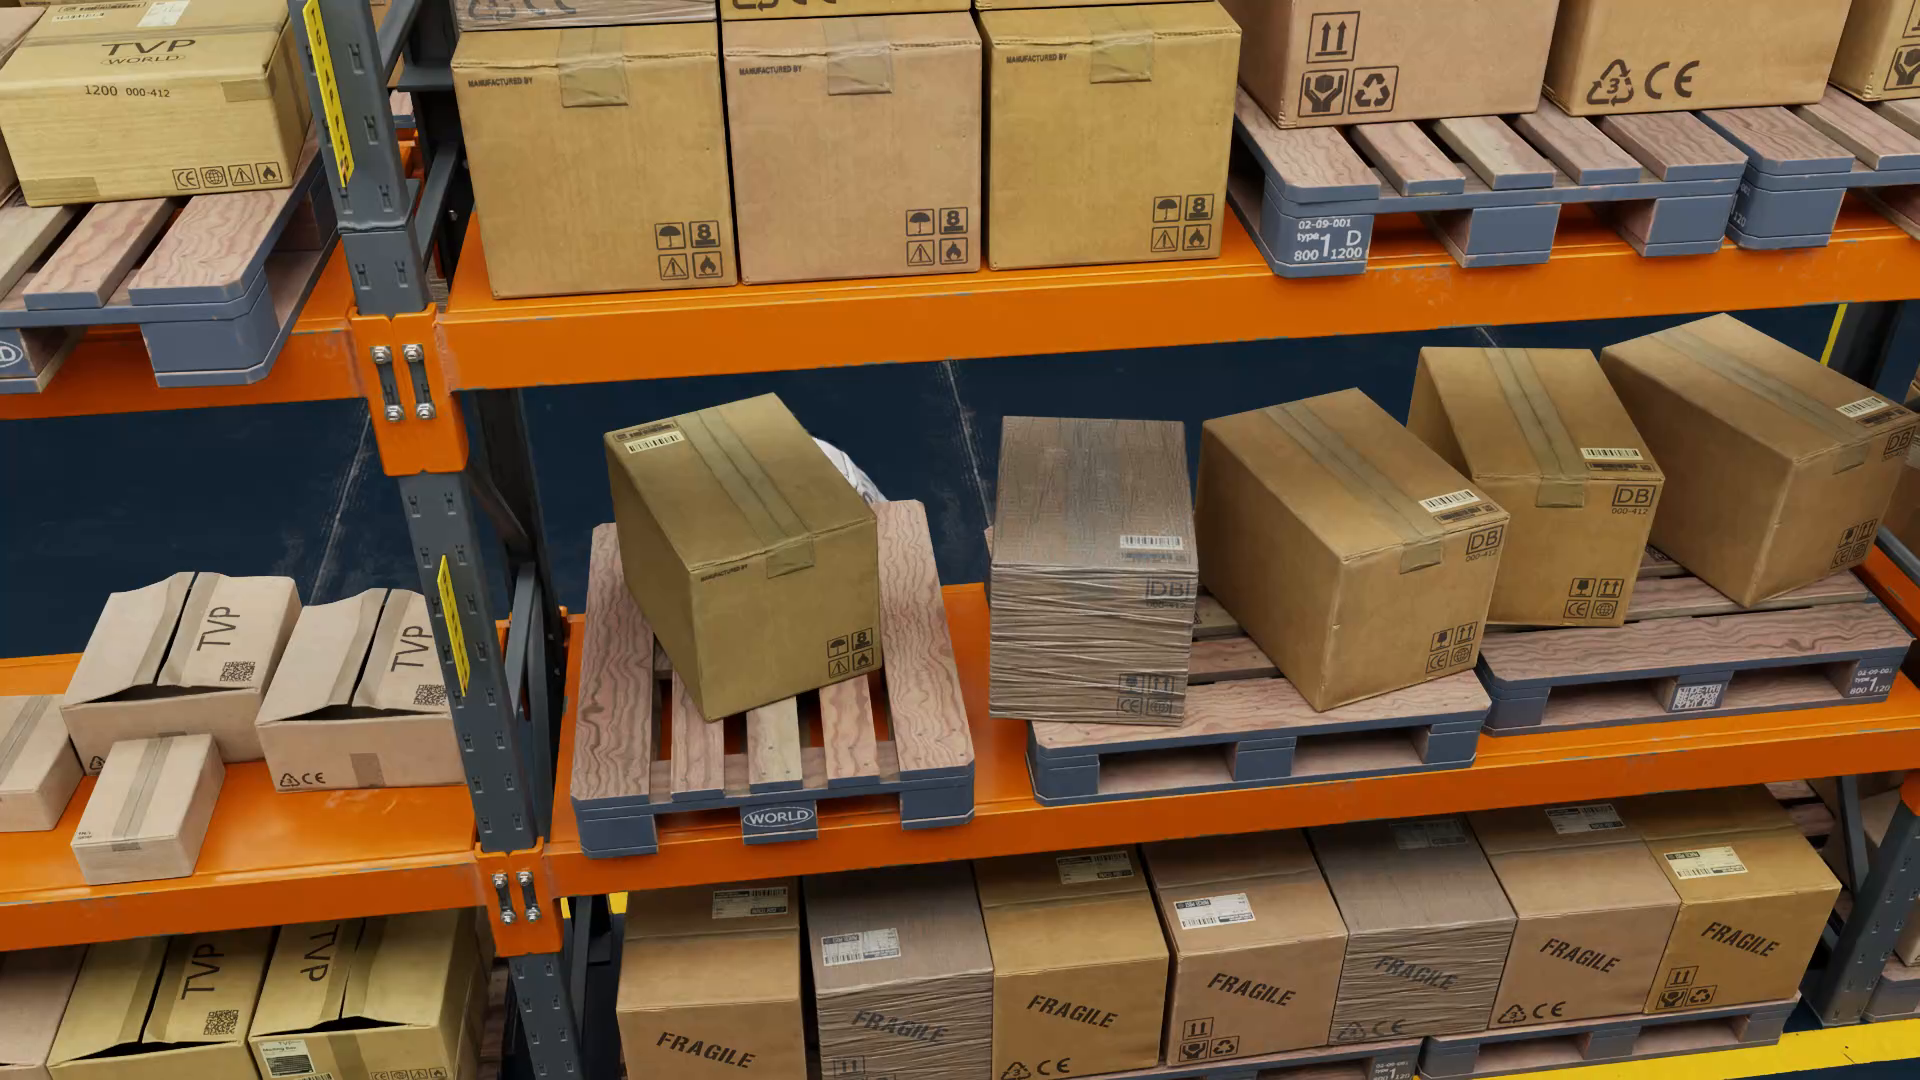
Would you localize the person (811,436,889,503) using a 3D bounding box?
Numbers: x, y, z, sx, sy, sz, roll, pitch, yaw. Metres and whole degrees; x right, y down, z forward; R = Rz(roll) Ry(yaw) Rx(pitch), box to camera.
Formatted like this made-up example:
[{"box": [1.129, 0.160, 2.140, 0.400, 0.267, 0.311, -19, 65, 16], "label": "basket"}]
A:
[{"box": [-0.523, 0.125, 6.215, 0.707, 1.388, 0.496, -5, 35, -7], "label": "person"}]
